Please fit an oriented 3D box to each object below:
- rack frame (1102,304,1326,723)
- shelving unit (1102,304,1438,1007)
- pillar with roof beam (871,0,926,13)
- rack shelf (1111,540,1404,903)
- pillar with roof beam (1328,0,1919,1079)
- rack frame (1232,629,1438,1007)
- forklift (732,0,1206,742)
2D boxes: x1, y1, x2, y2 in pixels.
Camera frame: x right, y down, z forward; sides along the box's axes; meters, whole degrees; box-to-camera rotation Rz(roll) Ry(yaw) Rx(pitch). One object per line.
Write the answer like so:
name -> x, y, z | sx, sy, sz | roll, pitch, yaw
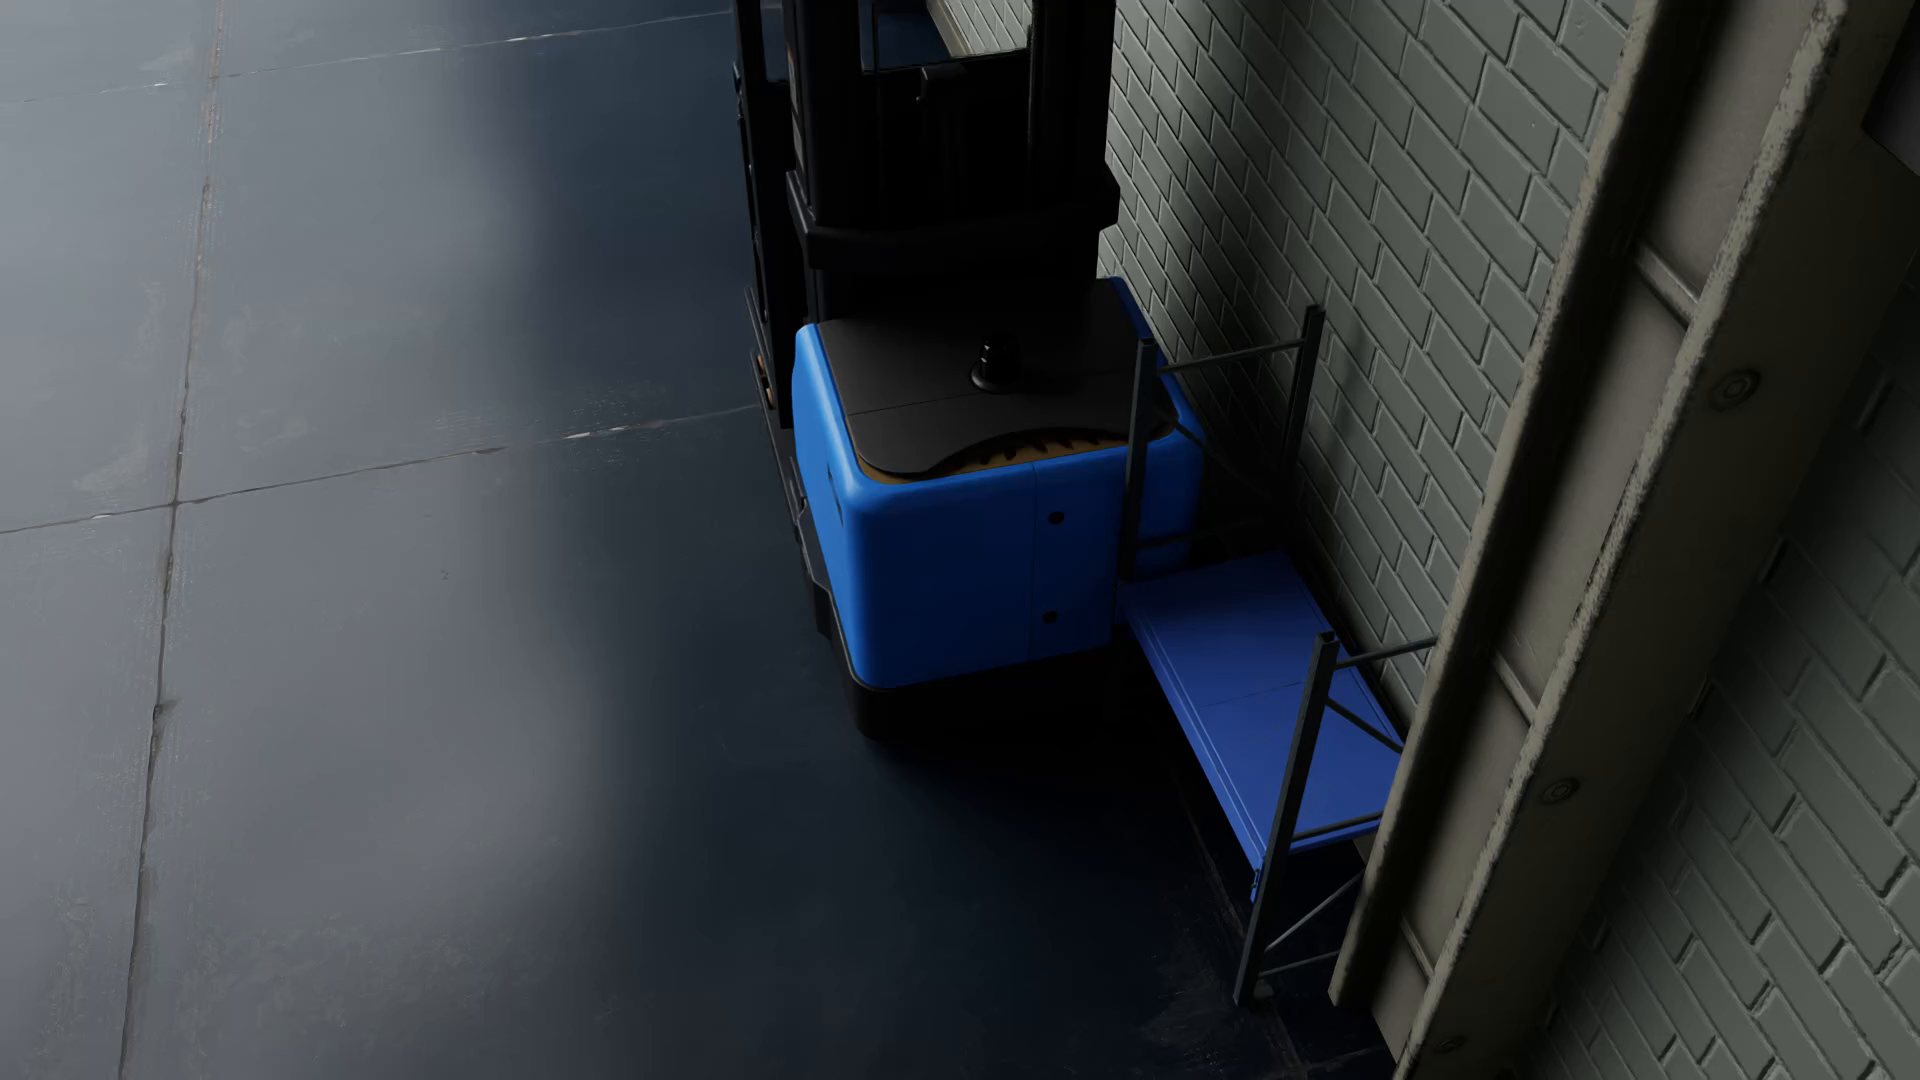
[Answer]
rack frame -> 0.688, -0.016, 4.715 | 0.500, 1.500, 0.032 | -12, 47, -12
shelving unit -> 0.836, 0.331, 4.375 | 0.538, 1.500, 1.048 | -12, 47, -12
pillar with roof beam -> -4.495, -5.169, 4.515 | 9.100, 9.000, 0.400 | -11, 47, -10
rack shelf -> 0.837, 0.457, 4.504 | 0.538, 0.185, 1.000 | -12, 47, -12
pillar with roof beam -> -2.959, -1.026, 0.455 | 9.100, 9.000, 0.400 | -11, 47, -10
rack frame -> 0.985, 0.678, 4.035 | 0.500, 1.500, 0.032 | -12, 47, -12
forklift -> -0.163, -1.485, 5.153 | 1.130, 2.935, 3.031 | -10, 46, -10
